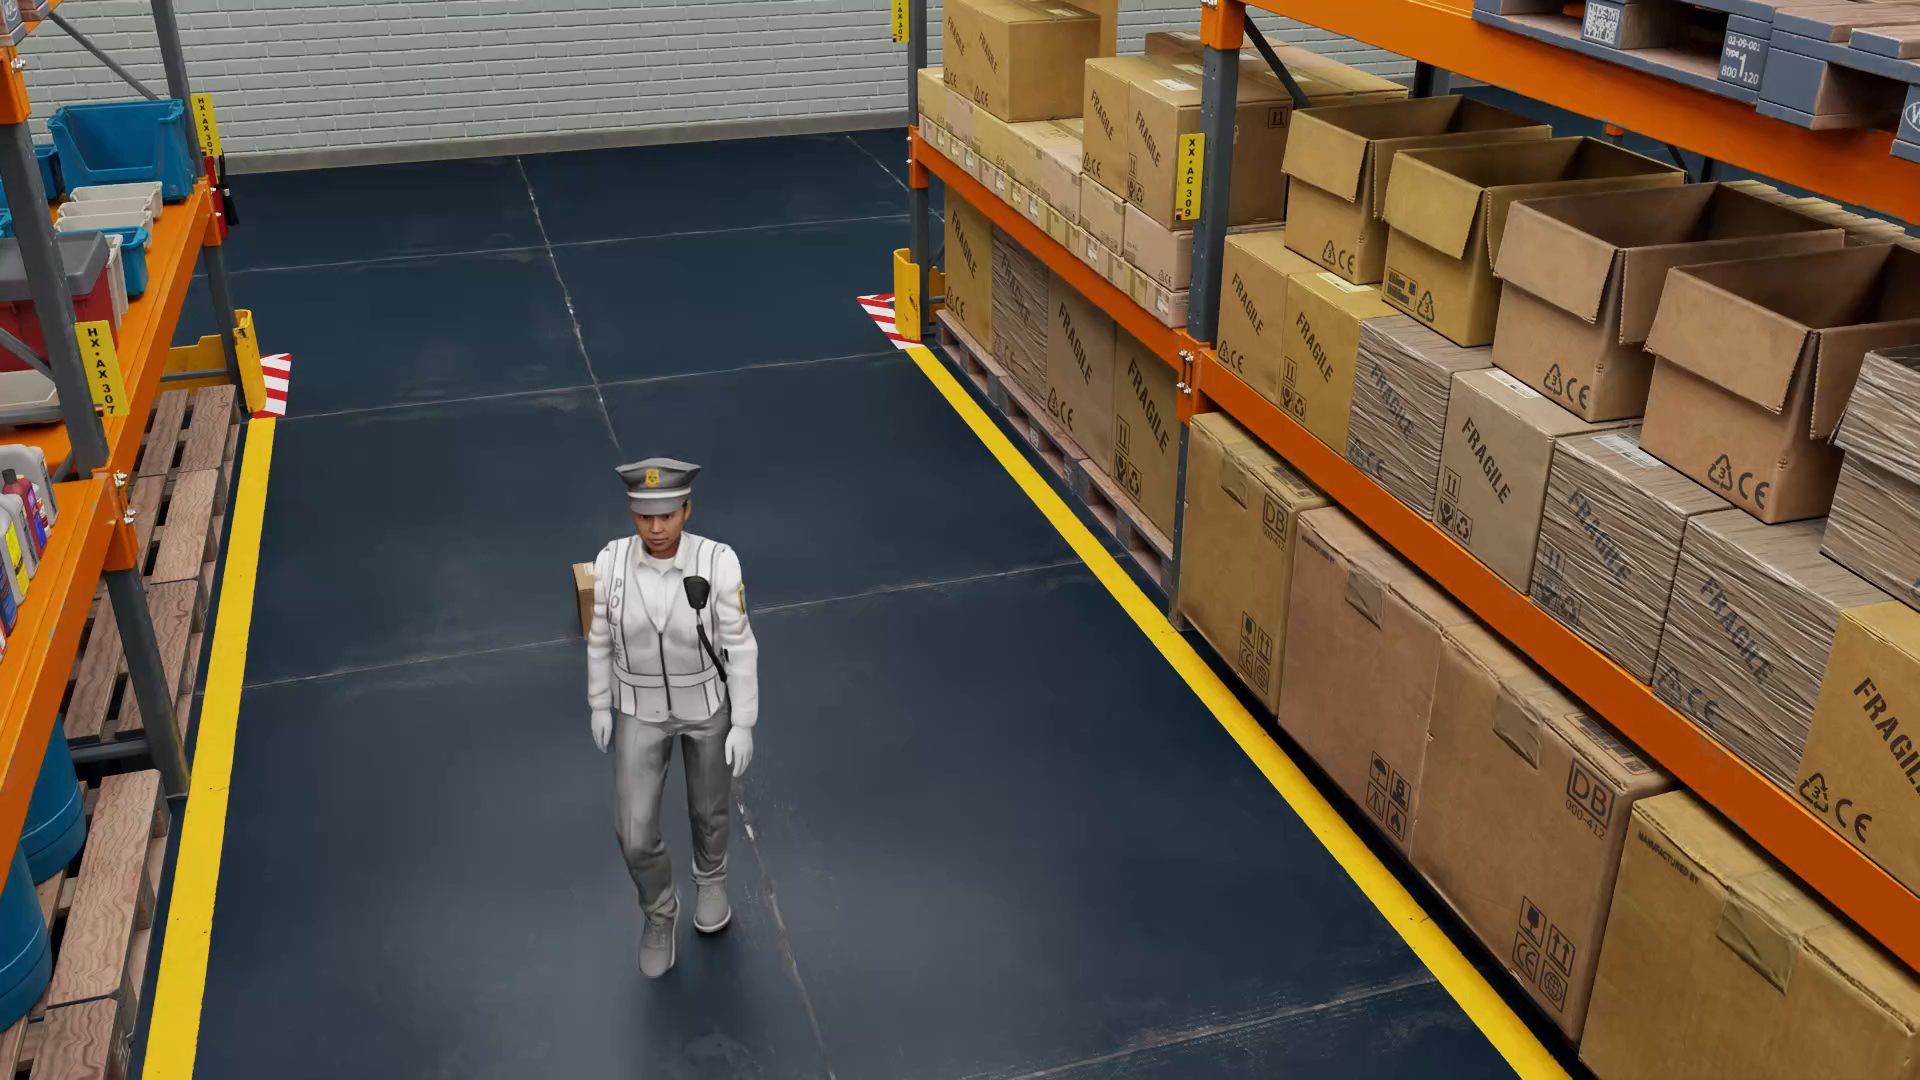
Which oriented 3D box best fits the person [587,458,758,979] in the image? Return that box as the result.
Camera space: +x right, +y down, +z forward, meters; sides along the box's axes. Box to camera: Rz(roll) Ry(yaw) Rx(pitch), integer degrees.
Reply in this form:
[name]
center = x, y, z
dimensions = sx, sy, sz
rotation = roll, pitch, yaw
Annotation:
[person]
center = -0.861, 0.537, 5.026
dimensions = 0.528, 1.739, 0.488
rotation = -1, 27, -3
